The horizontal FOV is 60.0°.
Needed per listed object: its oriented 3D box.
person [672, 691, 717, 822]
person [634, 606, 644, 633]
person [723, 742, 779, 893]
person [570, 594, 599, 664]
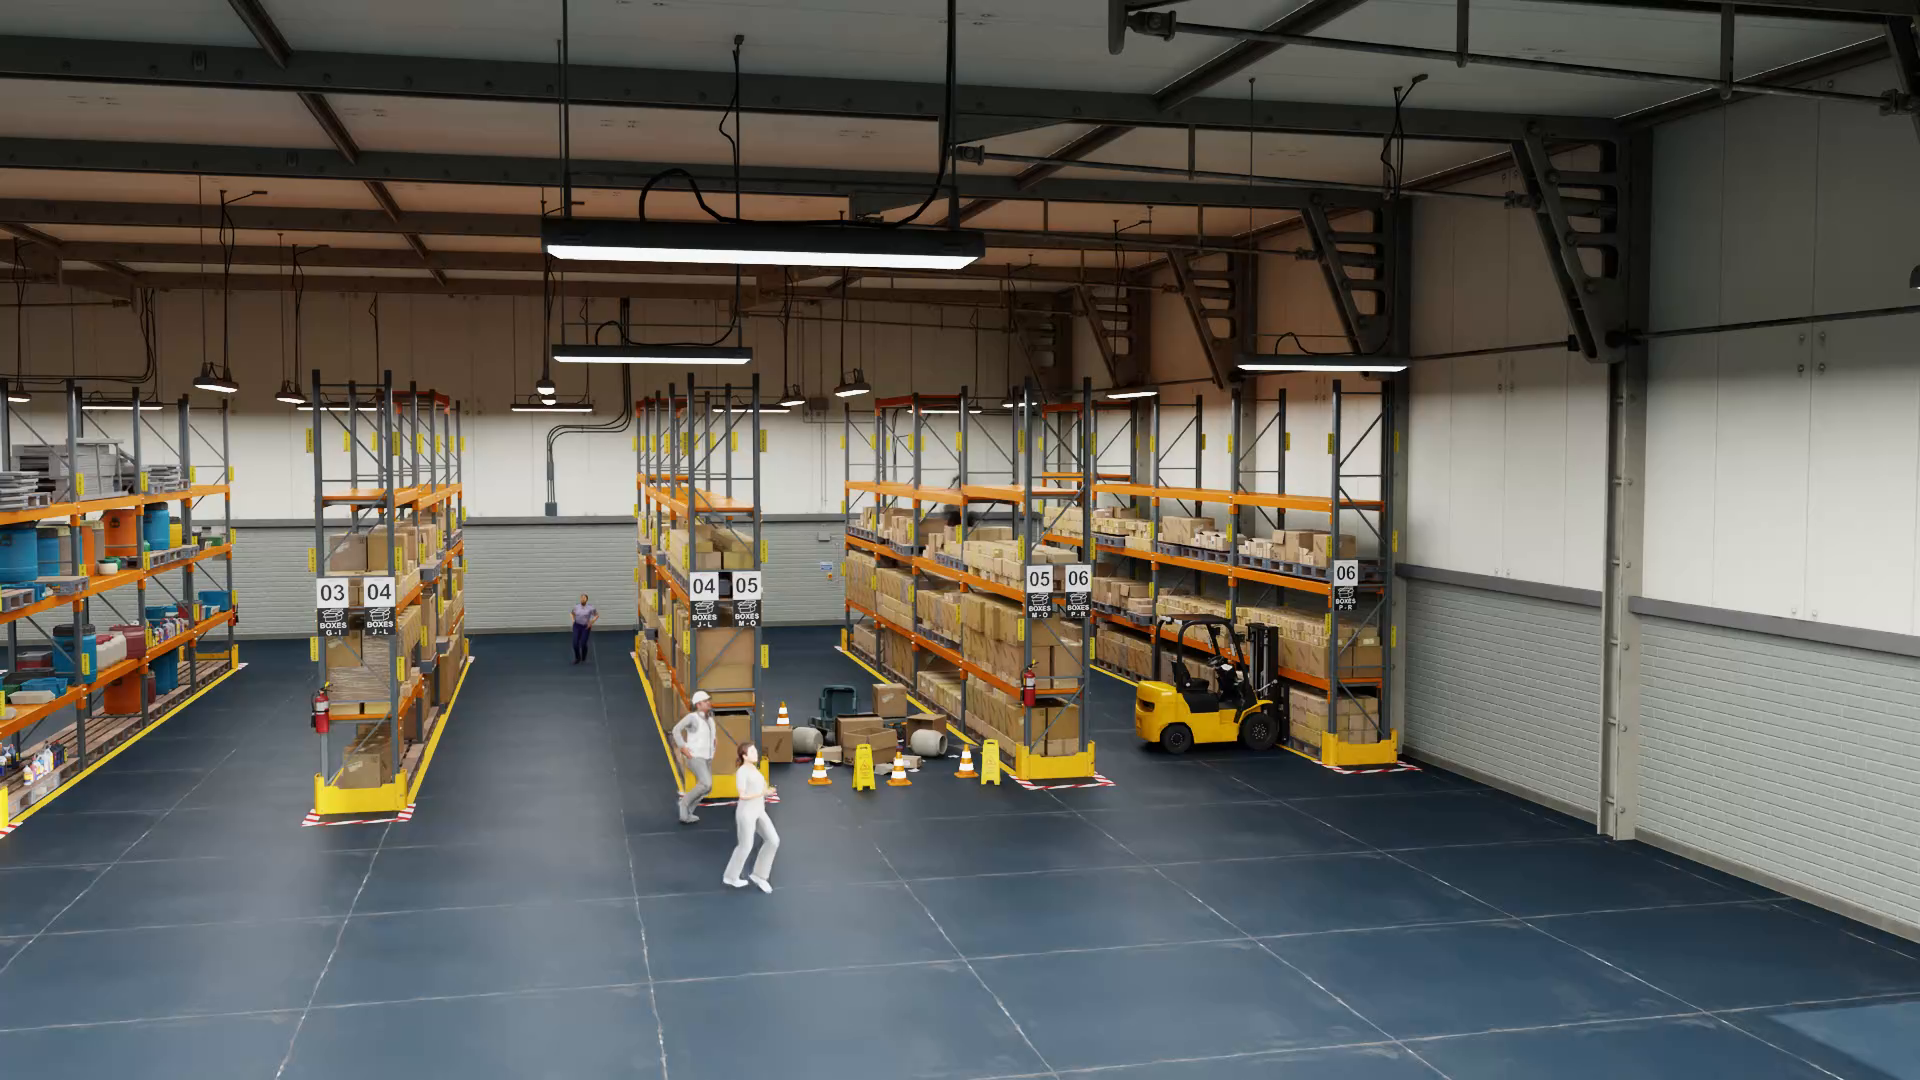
[{"bbox_3d":[-3.424,2.864,22.056,0.545,1.700,0.657,2,4,25],"label":"person"},{"bbox_3d":[-7.573,1.821,40.290,0.629,1.734,0.692,-1,3,-10],"label":"person"},{"bbox_3d":[-2.328,3.096,18.557,0.691,1.705,0.544,1,4,23],"label":"person"},{"bbox_3d":[-8.573,2.023,37.781,0.618,1.593,0.559,0,3,4],"label":"person"}]
